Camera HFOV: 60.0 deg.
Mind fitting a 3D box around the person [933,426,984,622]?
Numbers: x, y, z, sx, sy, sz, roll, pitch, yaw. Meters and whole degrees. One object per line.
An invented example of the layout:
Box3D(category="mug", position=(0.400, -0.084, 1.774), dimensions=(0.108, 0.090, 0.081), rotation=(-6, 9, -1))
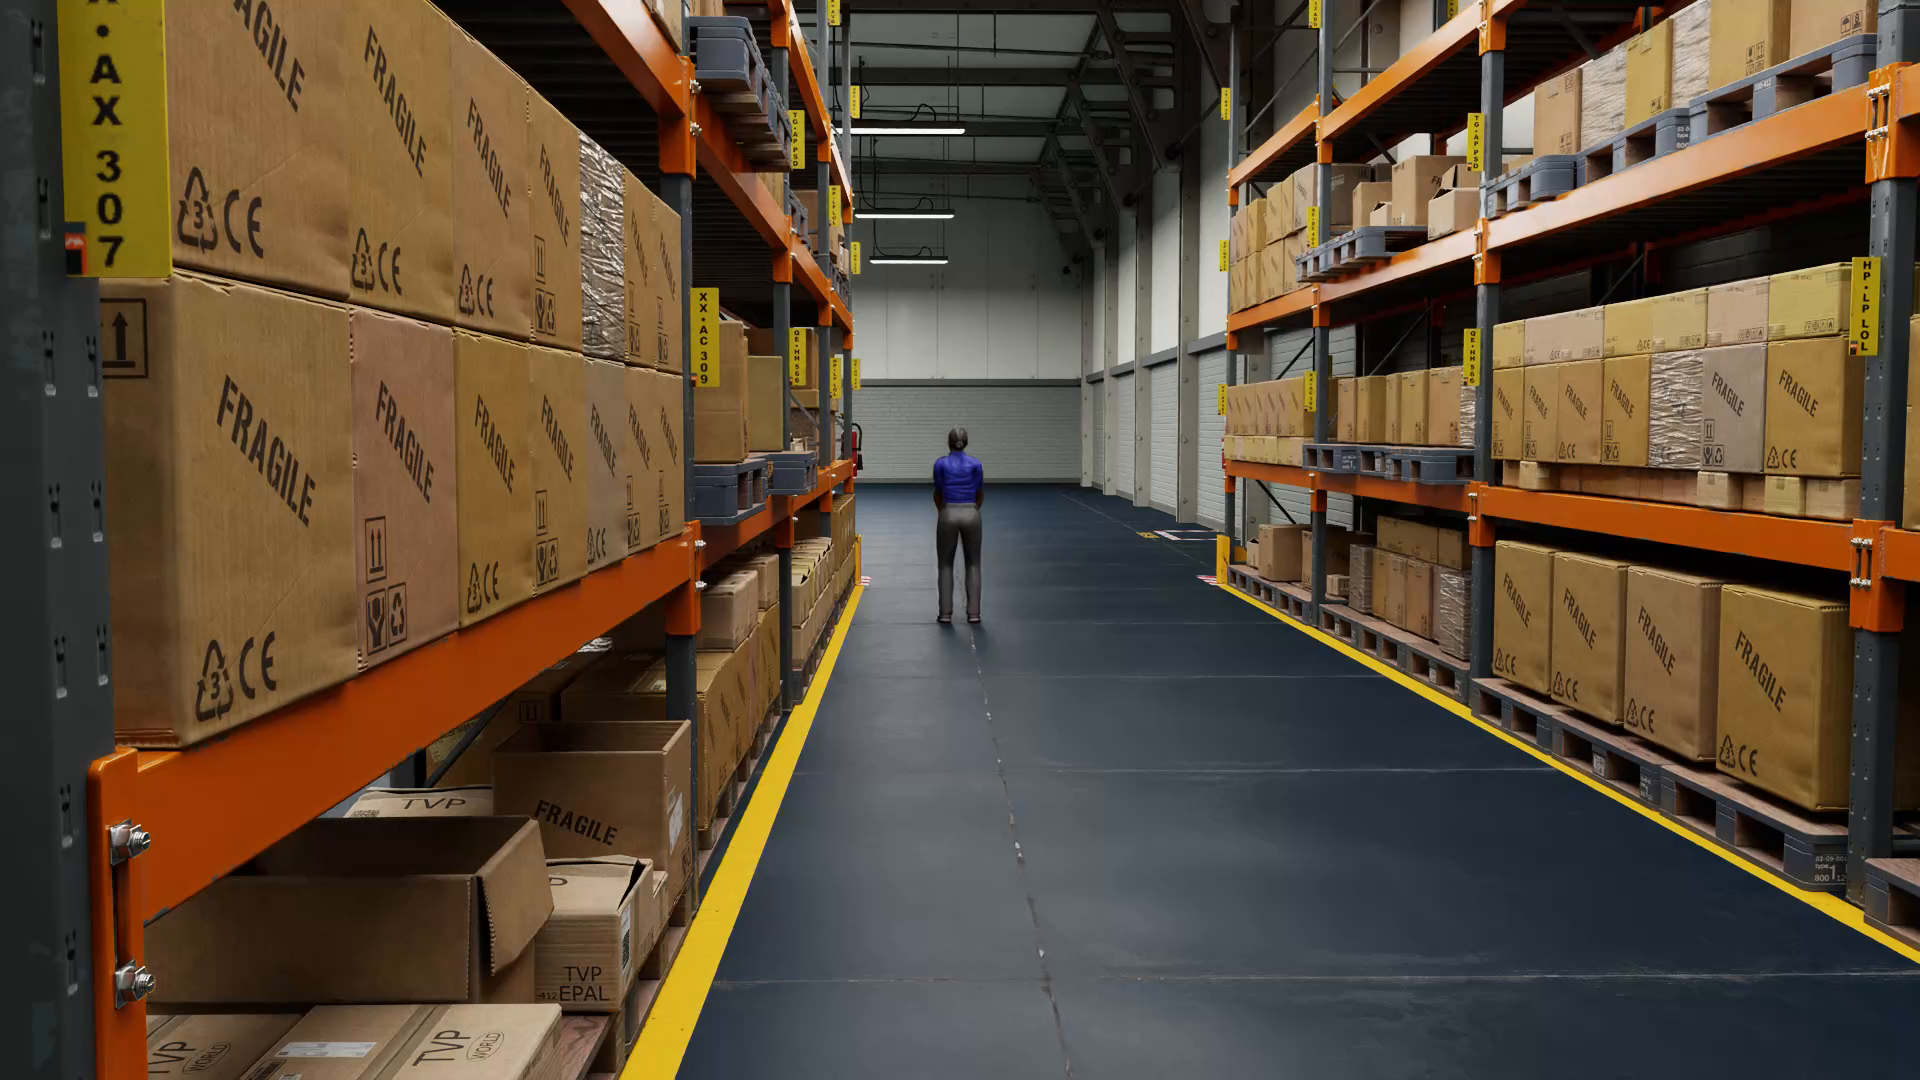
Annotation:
Box3D(category="person", position=(-0.014, -0.133, 14.074), dimensions=(0.435, 1.656, 0.504), rotation=(0, 4, -2))
